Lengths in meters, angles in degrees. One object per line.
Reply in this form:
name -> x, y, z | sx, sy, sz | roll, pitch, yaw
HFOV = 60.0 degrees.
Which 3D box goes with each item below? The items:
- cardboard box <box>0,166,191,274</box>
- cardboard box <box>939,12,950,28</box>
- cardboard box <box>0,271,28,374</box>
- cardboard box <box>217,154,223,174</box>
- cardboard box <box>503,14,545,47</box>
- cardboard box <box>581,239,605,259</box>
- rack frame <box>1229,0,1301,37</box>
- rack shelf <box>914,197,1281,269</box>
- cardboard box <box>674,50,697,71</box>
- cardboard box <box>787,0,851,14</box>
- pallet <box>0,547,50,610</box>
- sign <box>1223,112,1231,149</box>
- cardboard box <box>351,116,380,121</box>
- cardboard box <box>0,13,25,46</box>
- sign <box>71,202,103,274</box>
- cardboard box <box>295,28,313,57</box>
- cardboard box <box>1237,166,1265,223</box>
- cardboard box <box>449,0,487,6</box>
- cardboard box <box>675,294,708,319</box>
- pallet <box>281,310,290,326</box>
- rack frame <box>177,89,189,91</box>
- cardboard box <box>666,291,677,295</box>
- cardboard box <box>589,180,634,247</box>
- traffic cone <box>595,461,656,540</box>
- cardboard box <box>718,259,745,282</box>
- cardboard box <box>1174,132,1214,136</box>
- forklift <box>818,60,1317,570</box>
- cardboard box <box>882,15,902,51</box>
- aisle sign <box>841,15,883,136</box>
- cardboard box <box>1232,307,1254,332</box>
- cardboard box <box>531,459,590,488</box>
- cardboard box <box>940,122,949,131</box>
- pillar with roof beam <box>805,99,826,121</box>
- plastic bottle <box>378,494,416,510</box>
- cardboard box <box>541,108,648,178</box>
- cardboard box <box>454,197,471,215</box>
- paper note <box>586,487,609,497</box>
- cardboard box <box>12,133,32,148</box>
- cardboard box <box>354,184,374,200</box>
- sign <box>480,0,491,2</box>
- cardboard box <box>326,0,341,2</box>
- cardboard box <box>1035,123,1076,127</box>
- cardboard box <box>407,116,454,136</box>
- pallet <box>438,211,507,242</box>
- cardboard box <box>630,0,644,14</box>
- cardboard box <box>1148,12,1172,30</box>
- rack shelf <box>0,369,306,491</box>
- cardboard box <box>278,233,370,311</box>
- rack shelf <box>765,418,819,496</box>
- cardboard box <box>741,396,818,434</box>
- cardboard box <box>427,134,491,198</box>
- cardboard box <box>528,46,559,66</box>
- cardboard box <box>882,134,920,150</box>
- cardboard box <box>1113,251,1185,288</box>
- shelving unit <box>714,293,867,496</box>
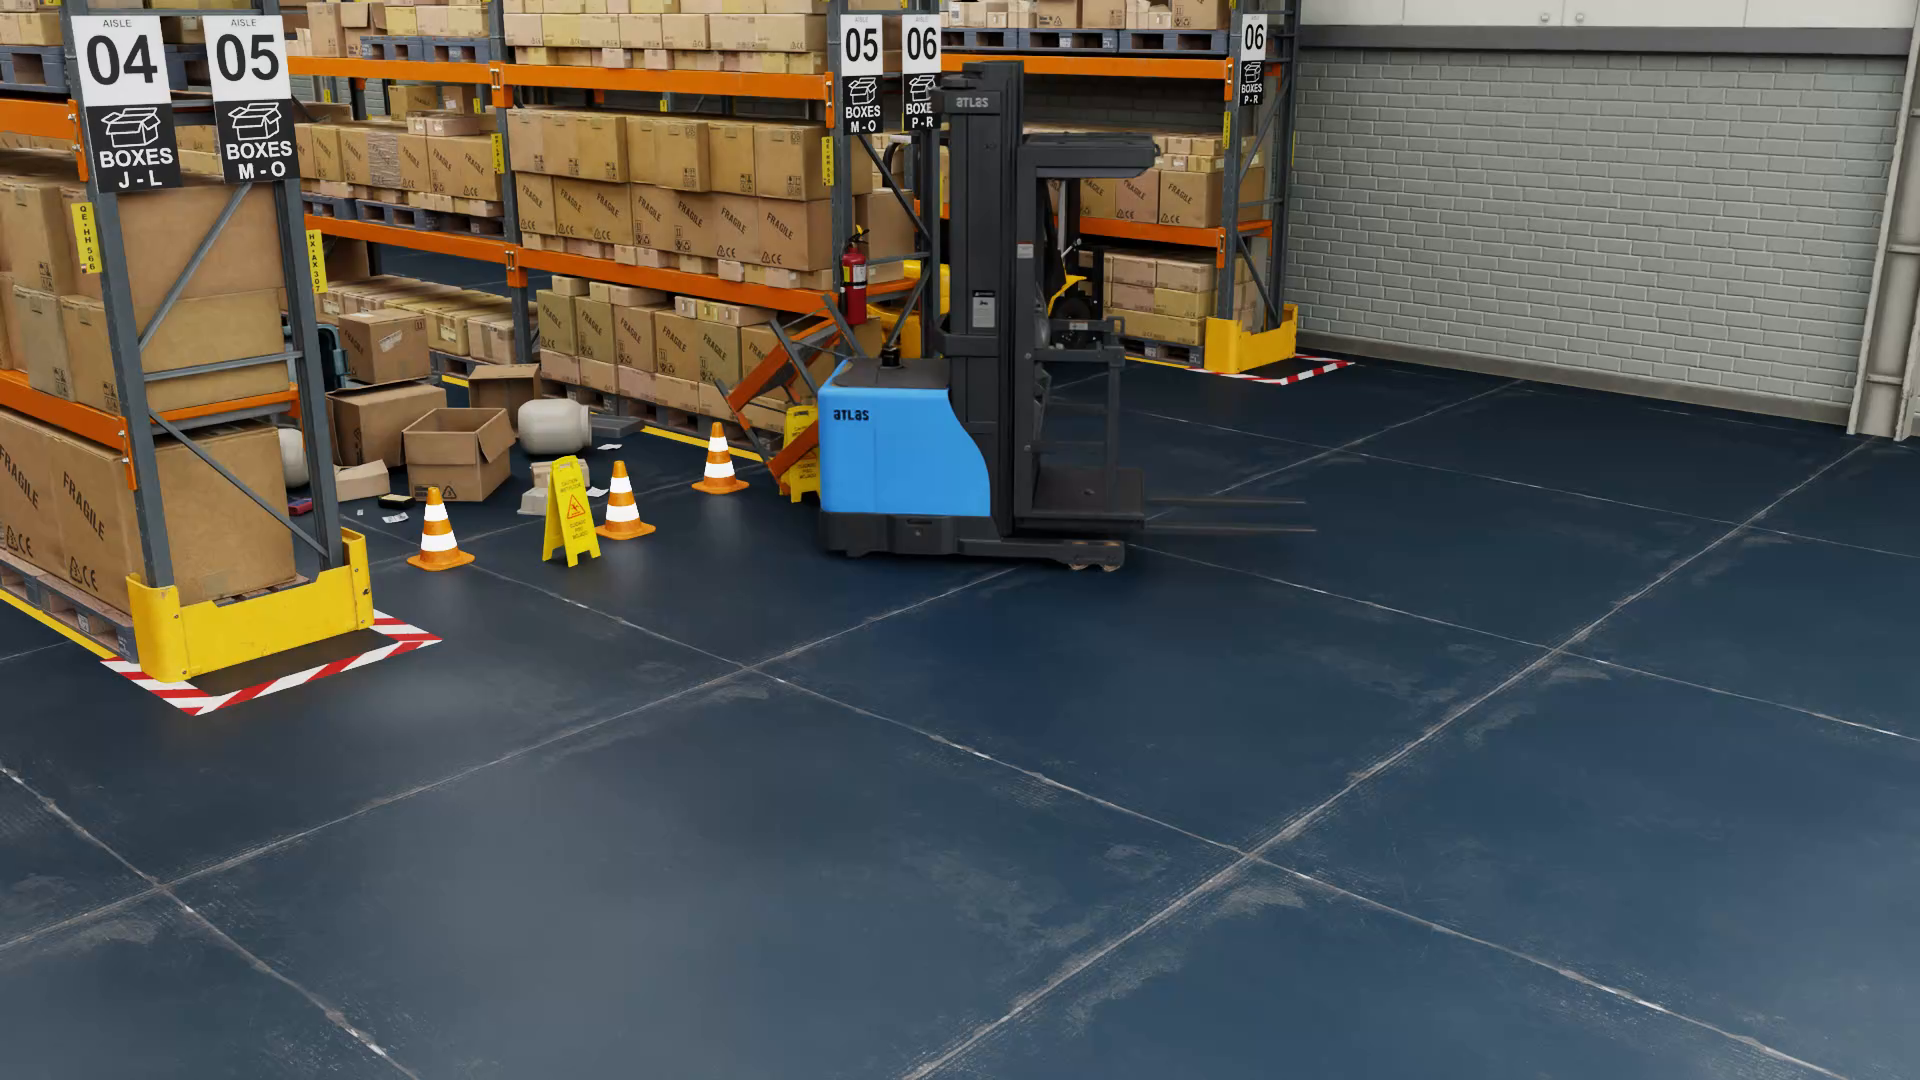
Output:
cardboard box -> -4.784, -1.776, 9.217 | 0.550, 0.550, 0.875 | 15, 23, 39
cardboard box -> -0.087, -5.340, 17.077 | 0.250, 0.149, 0.380 | 16, 23, 40
cardboard box -> -4.800, -1.256, 9.364 | 0.550, 0.550, 0.875 | 15, 23, 39
cardboard box -> -7.422, -3.929, 17.456 | 0.500, 0.250, 0.500 | 14, 23, 38
cardboard box -> -3.366, -4.167, 13.582 | 0.500, 0.250, 0.500 | 14, 23, 38
cardboard box -> -2.886, -2.419, 13.691 | 0.250, 0.149, 0.380 | 16, 24, 41
rack frame -> 2.771, -5.998, 14.634 | 0.127, 3.000, 1.000 | 15, 23, 39
rack shelf -> 1.275, -3.197, 16.916 | 4.000, 0.370, 1.077 | 15, 23, 39
cardboard box -> -1.913, -3.596, 12.441 | 0.250, 0.149, 0.380 | 14, 22, 38
cardboard box -> -0.970, -3.706, 11.468 | 0.250, 0.149, 0.380 | 15, 23, 40
pallet -> -5.290, 0.067, 10.052 | 1.213, 0.211, 1.003 | 15, 23, 39
sign -> 2.400, -3.683, 14.953 | 0.005, 0.325, 0.100 | 15, 23, 39
cardboard box -> -9.036, -6.269, 25.163 | 0.500, 0.250, 0.500 | 15, 23, 40
cardboard box -> -4.393, -2.473, 8.042 | 0.250, 0.149, 0.380 | 15, 23, 40
sign -> -4.102, -1.419, 7.819 | 0.005, 0.325, 0.100 | 15, 23, 39
cardboard box -> -6.191, -4.833, 16.147 | 0.258, 0.266, 0.396 | 15, 23, 39
cardboard box -> 2.584, -3.348, 16.038 | 0.500, 0.500, 0.500 | 16, 24, 41
cardboard box -> -4.031, -4.702, 14.237 | 0.500, 0.250, 0.500 | 16, 23, 40
cardboard box -> -1.995, -1.836, 12.976 | 0.250, 0.149, 0.380 | 16, 24, 42
pallet -> -7.044, -2.467, 18.036 | 1.213, 0.211, 1.003 | 15, 23, 39
rack frame -> -9.497, -4.424, 19.593 | 0.127, 3.000, 1.000 | 15, 23, 39
cardboard box -> -2.511, -1.905, 14.267 | 0.500, 0.500, 0.500 | 16, 23, 40
cardboard box -> -2.611, -2.656, 13.366 | 0.500, 0.500, 0.500 | 15, 23, 39
traffic cone -> -2.182, -0.280, 10.730 | 0.334, 0.463, 0.336 | 15, 23, 39
cardboard box -> -1.596, -2.048, 12.523 | 0.250, 0.149, 0.380 | 16, 23, 40
cardboard box -> 2.281, -3.863, 16.095 | 0.250, 0.149, 0.380 | 16, 23, 40
forklift -> 0.680, -1.383, 10.124 | 3.031, 2.935, 1.130 | 2, 18, 5
cardboard box -> -0.720, -3.676, 12.033 | 0.500, 0.250, 0.500 | 15, 23, 38
aisle sign -> -0.667, -3.176, 11.361 | 0.004, 0.787, 0.394 | 15, 23, 39
cardboard box -> 2.533, -2.171, 16.344 | 0.500, 0.250, 0.500 | 15, 23, 39
cardboard box -> -2.842, -0.462, 11.821 | 0.380, 0.149, 0.250 | -6, 18, -18
cardboard box -> -0.180, -4.309, 17.501 | 0.250, 0.149, 0.380 | 16, 23, 40
pillar with roof beam -> -4.497, -6.572, 16.444 | 0.400, 9.000, 9.100 | 15, 23, 39
plastic bottle -> -3.868, -0.263, 11.340 | 0.283, 0.061, 0.133 | 7, 19, 21
cardboard box -> -2.960, -3.239, 13.548 | 0.500, 0.500, 0.700 | 15, 23, 40
cardboard box -> -4.267, -2.996, 14.814 | 0.250, 0.149, 0.380 | 14, 22, 38
paper note -> -2.550, -0.339, 11.629 | 0.142, 0.019, 0.148 | 7, 19, 21
cardboard box -> -11.555, -4.912, 20.965 | 0.500, 0.500, 0.500 | 15, 23, 39
cardboard box -> -5.598, -3.374, 16.004 | 0.380, 0.149, 0.250 | -17, 24, -42
sign -> -3.879, -4.555, 13.542 | 0.005, 0.325, 0.100 | 15, 23, 39
cardboard box -> -9.031, -7.943, 24.653 | 0.500, 0.250, 0.500 | 15, 23, 39
cardboard box -> 0.995, -4.242, 17.289 | 0.250, 0.149, 0.380 | 15, 23, 38
cardboard box -> -4.753, -3.743, 15.024 | 0.250, 0.149, 0.380 | 14, 22, 37
pallet -> -3.988, -2.913, 15.148 | 1.213, 0.211, 1.003 | 15, 23, 39
cardboard box -> -2.276, -4.077, 12.638 | 0.250, 0.149, 0.380 | 16, 23, 40
cardboard box -> 1.949, -4.794, 15.355 | 0.250, 0.149, 0.380 | 14, 22, 38
rack shelf -> -5.227, -0.933, 9.782 | 4.000, 0.370, 1.077 | 15, 23, 39
cardboard box -> -6.966, -2.966, 17.816 | 0.875, 0.875, 0.875 | 15, 23, 39
rack shelf -> -0.869, -0.685, 11.296 | 0.538, 0.278, 1.000 | -32, -1, -34
cardboard box -> -1.322, -1.010, 12.688 | 0.500, 0.250, 0.500 | 15, 23, 39
cardboard box -> -4.383, -3.347, 14.849 | 0.500, 0.500, 0.500 | 15, 23, 40
cardboard box -> -3.286, -3.944, 13.536 | 0.250, 0.149, 0.380 | 15, 23, 39
cardboard box -> -0.624, -4.317, 18.017 | 0.250, 0.149, 0.380 | 16, 24, 41
cardboard box -> 1.833, -2.628, 16.131 | 0.500, 0.250, 0.500 | 16, 23, 40
shelving unit -> -0.999, -0.892, 11.299 | 0.538, 1.125, 1.048 | -32, -1, -34
